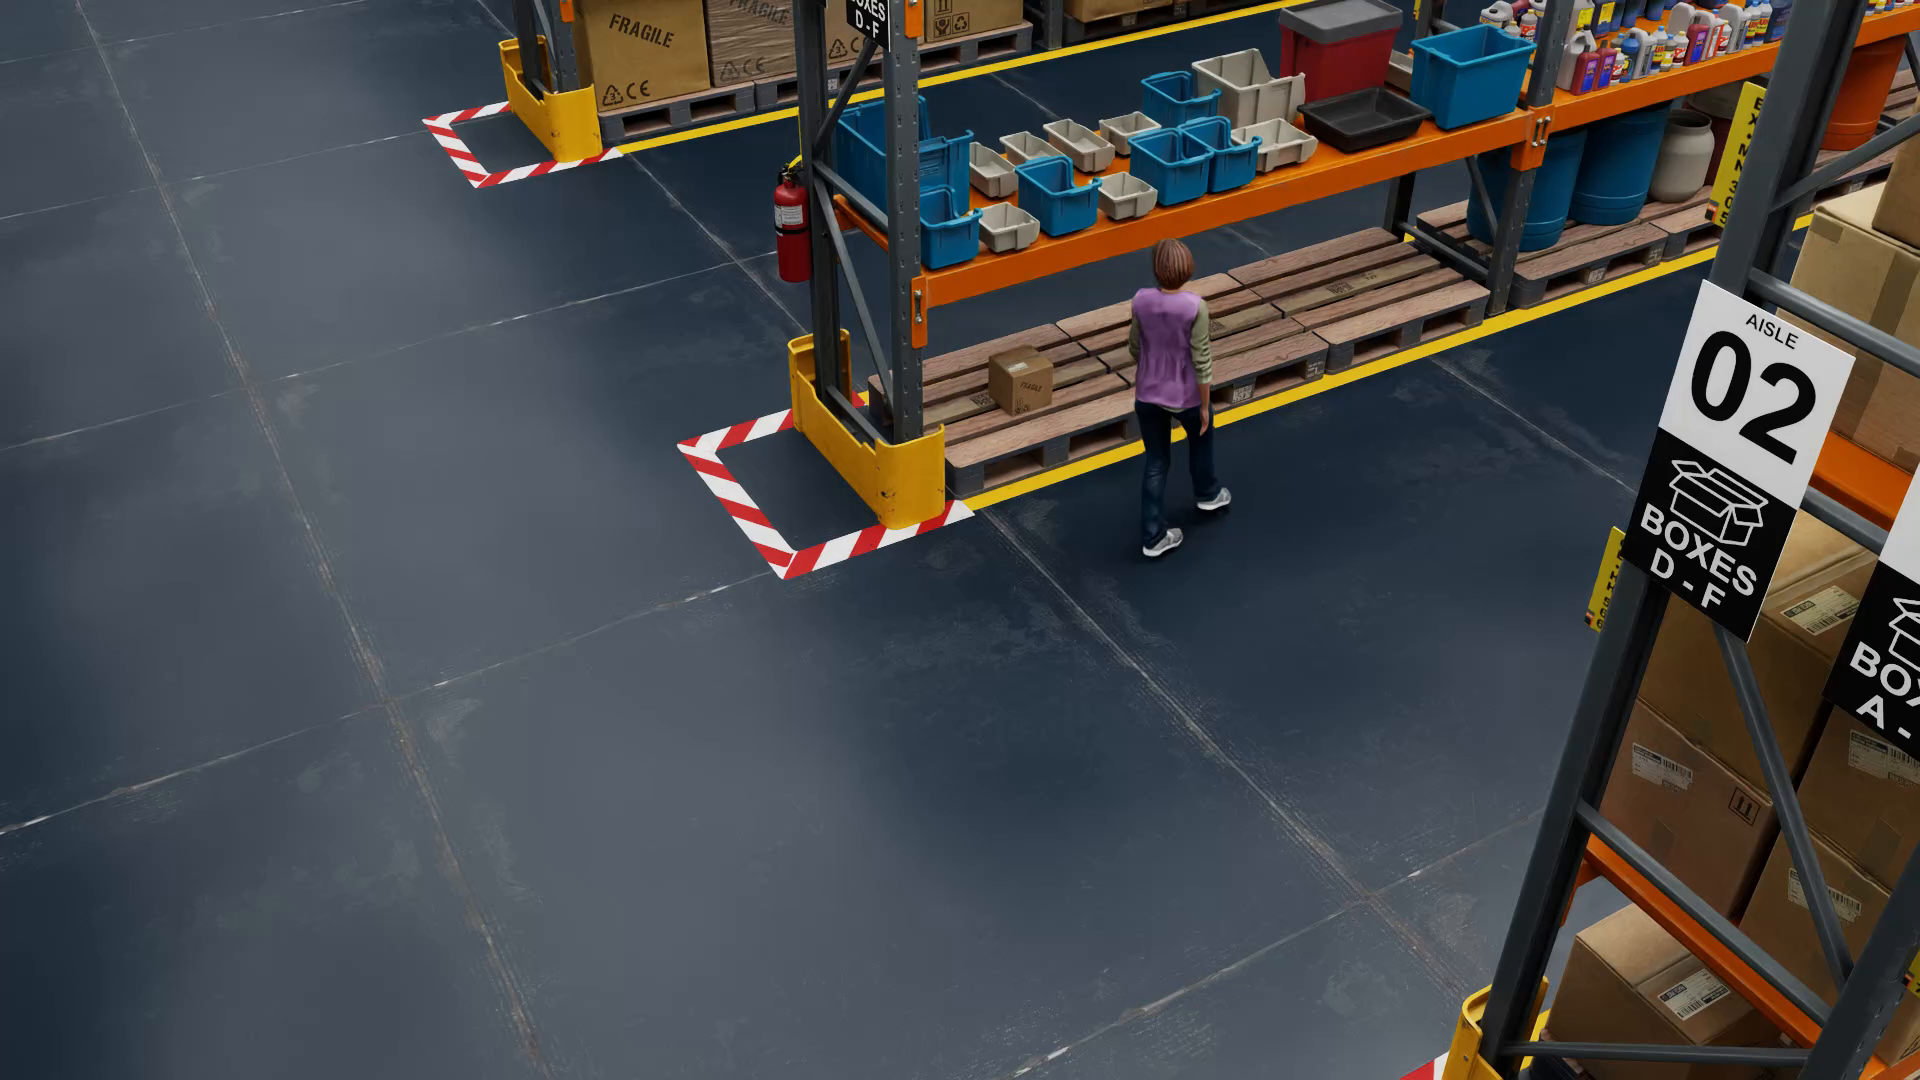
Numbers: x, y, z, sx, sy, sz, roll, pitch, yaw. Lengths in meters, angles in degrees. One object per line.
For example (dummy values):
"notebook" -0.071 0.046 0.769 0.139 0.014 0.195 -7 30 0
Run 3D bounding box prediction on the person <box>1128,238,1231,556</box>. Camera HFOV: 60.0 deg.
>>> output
"person" 1.034 -0.706 7.852 0.510 1.577 0.709 13 39 16
